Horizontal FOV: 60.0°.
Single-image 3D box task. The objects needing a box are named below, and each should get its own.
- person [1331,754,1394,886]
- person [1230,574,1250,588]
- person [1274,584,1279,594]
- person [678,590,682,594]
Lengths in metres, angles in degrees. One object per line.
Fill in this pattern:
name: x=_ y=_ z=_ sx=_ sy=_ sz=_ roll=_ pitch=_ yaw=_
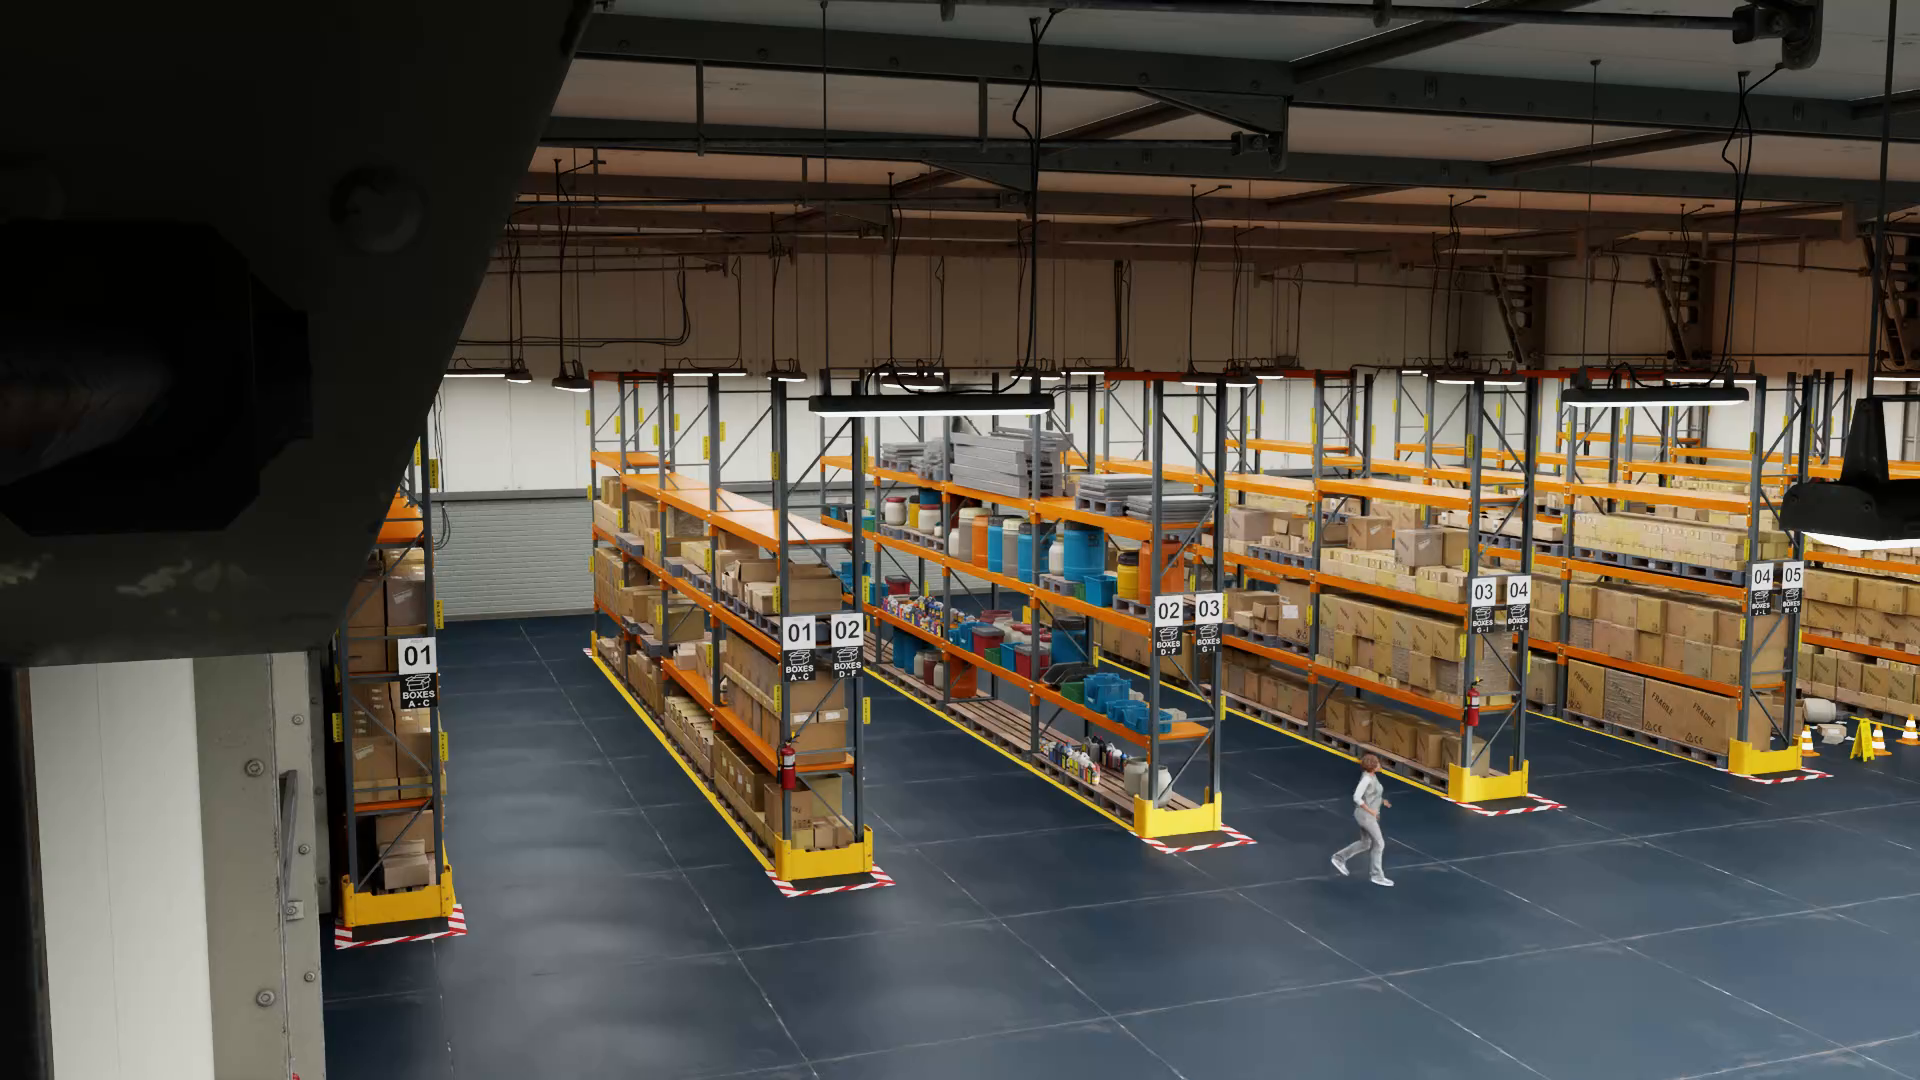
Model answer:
person: x=4.824 y=3.333 z=19.836 sx=0.734 sy=1.596 sz=0.548 roll=1 pitch=7 yaw=12
person: x=7.012 y=0.879 z=41.250 sx=0.632 sy=1.760 sz=0.725 roll=0 pitch=6 yaw=2
person: x=8.314 y=0.792 z=42.511 sx=0.966 sy=1.679 sz=0.605 roll=-3 pitch=7 yaw=-28
person: x=-6.157 y=1.488 z=36.010 sx=0.852 sy=1.681 sz=0.595 roll=5 pitch=8 yaw=35
